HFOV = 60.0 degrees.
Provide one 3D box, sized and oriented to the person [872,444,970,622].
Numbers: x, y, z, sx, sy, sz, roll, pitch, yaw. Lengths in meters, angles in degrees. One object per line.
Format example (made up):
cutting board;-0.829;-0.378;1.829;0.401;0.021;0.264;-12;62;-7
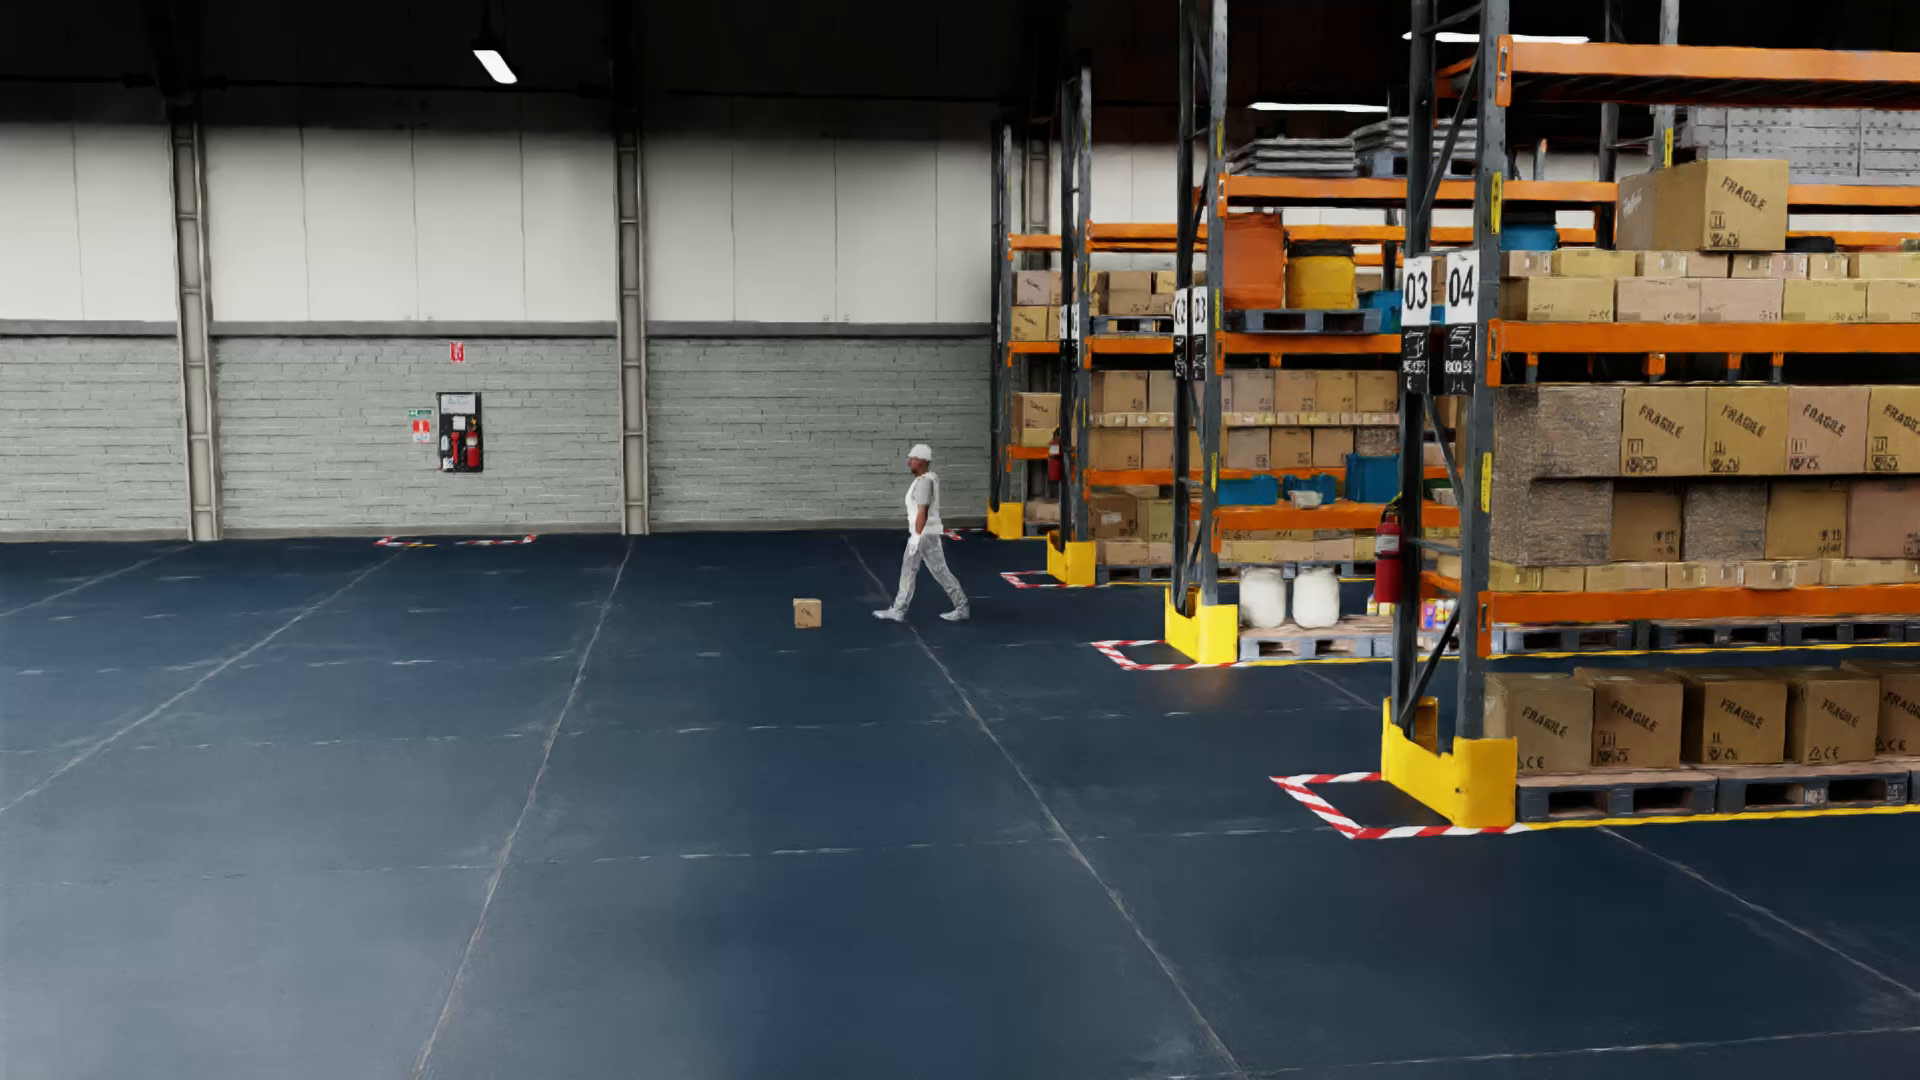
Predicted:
person;-0.379;-0.055;16.197;0.961;1.755;0.634;0;6;-2
